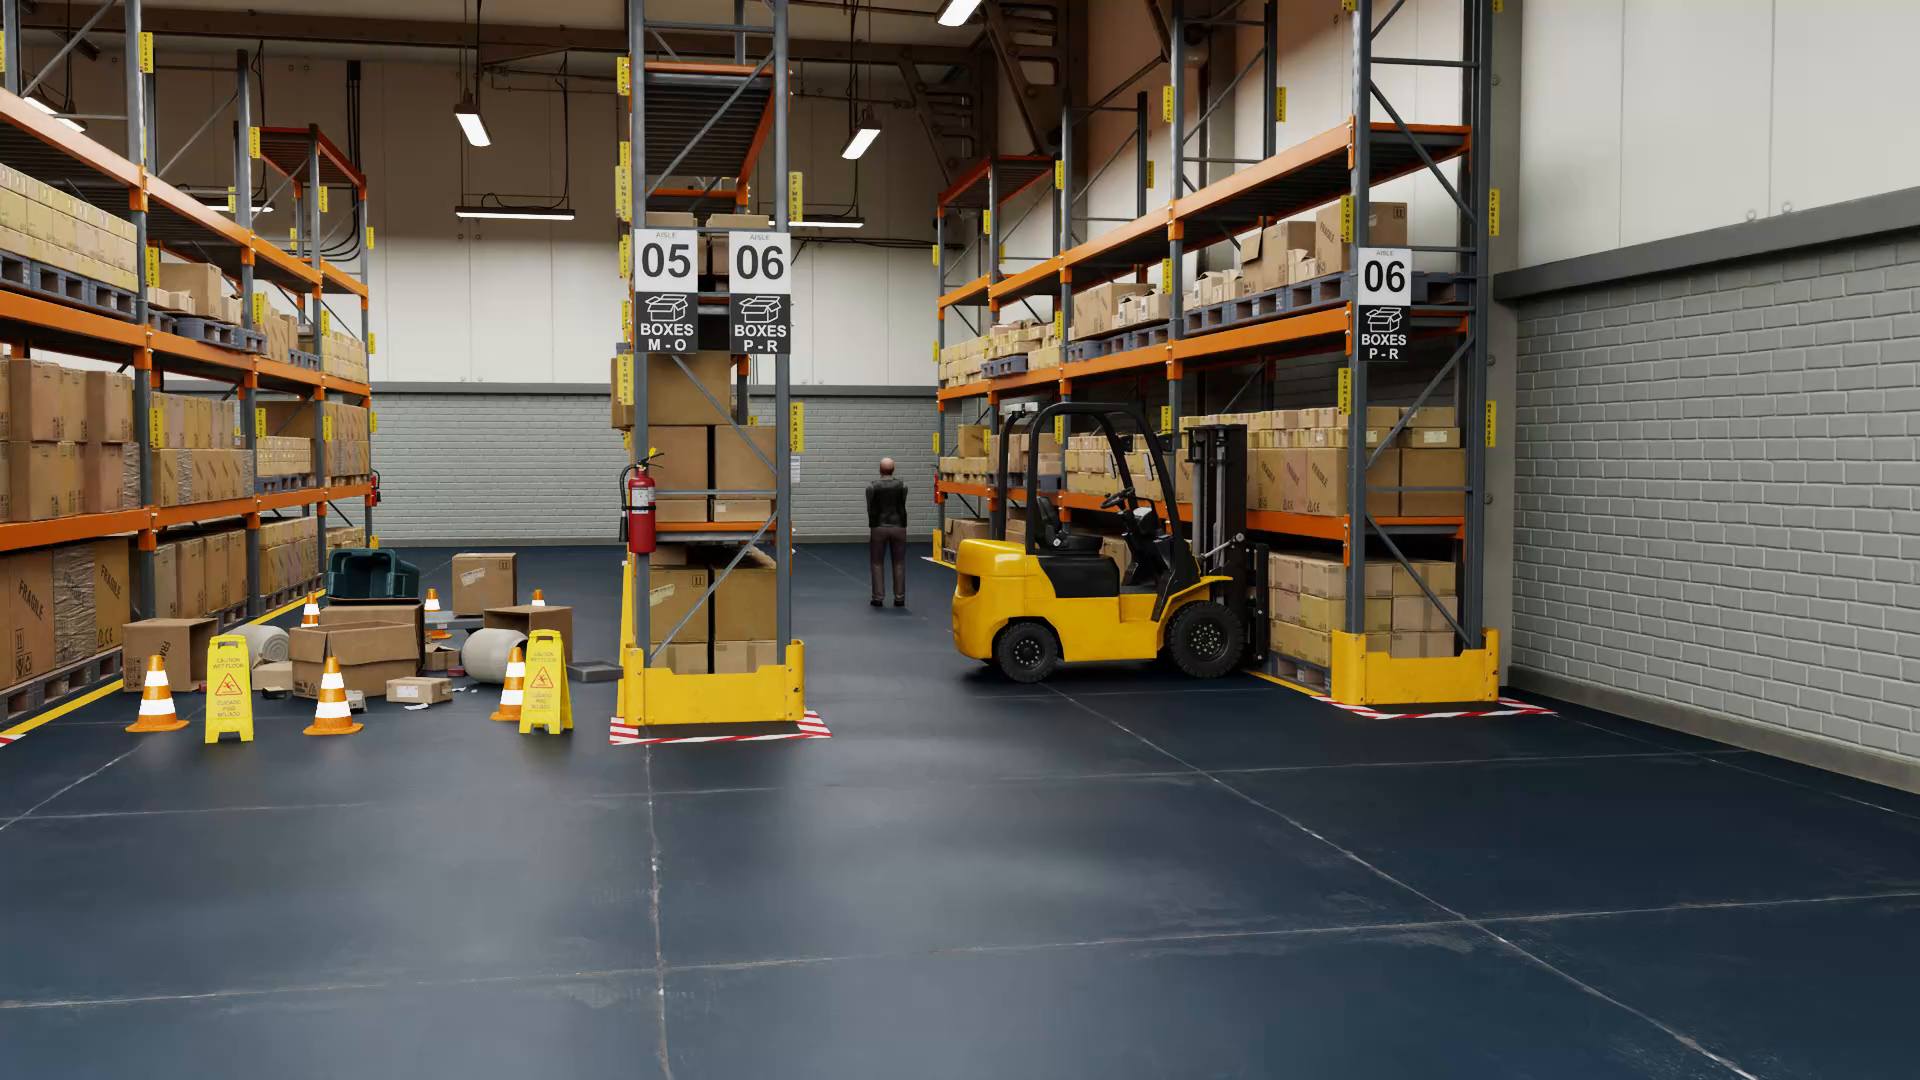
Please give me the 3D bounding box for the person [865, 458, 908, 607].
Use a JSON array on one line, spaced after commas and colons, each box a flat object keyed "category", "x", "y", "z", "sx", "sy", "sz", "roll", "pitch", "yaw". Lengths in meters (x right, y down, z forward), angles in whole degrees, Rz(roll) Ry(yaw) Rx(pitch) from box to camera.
[{"category": "person", "x": -0.866, "y": -0.099, "z": 19.312, "sx": 0.494, "sy": 1.711, "sz": 0.559, "roll": -1, "pitch": 3, "yaw": -10}]
